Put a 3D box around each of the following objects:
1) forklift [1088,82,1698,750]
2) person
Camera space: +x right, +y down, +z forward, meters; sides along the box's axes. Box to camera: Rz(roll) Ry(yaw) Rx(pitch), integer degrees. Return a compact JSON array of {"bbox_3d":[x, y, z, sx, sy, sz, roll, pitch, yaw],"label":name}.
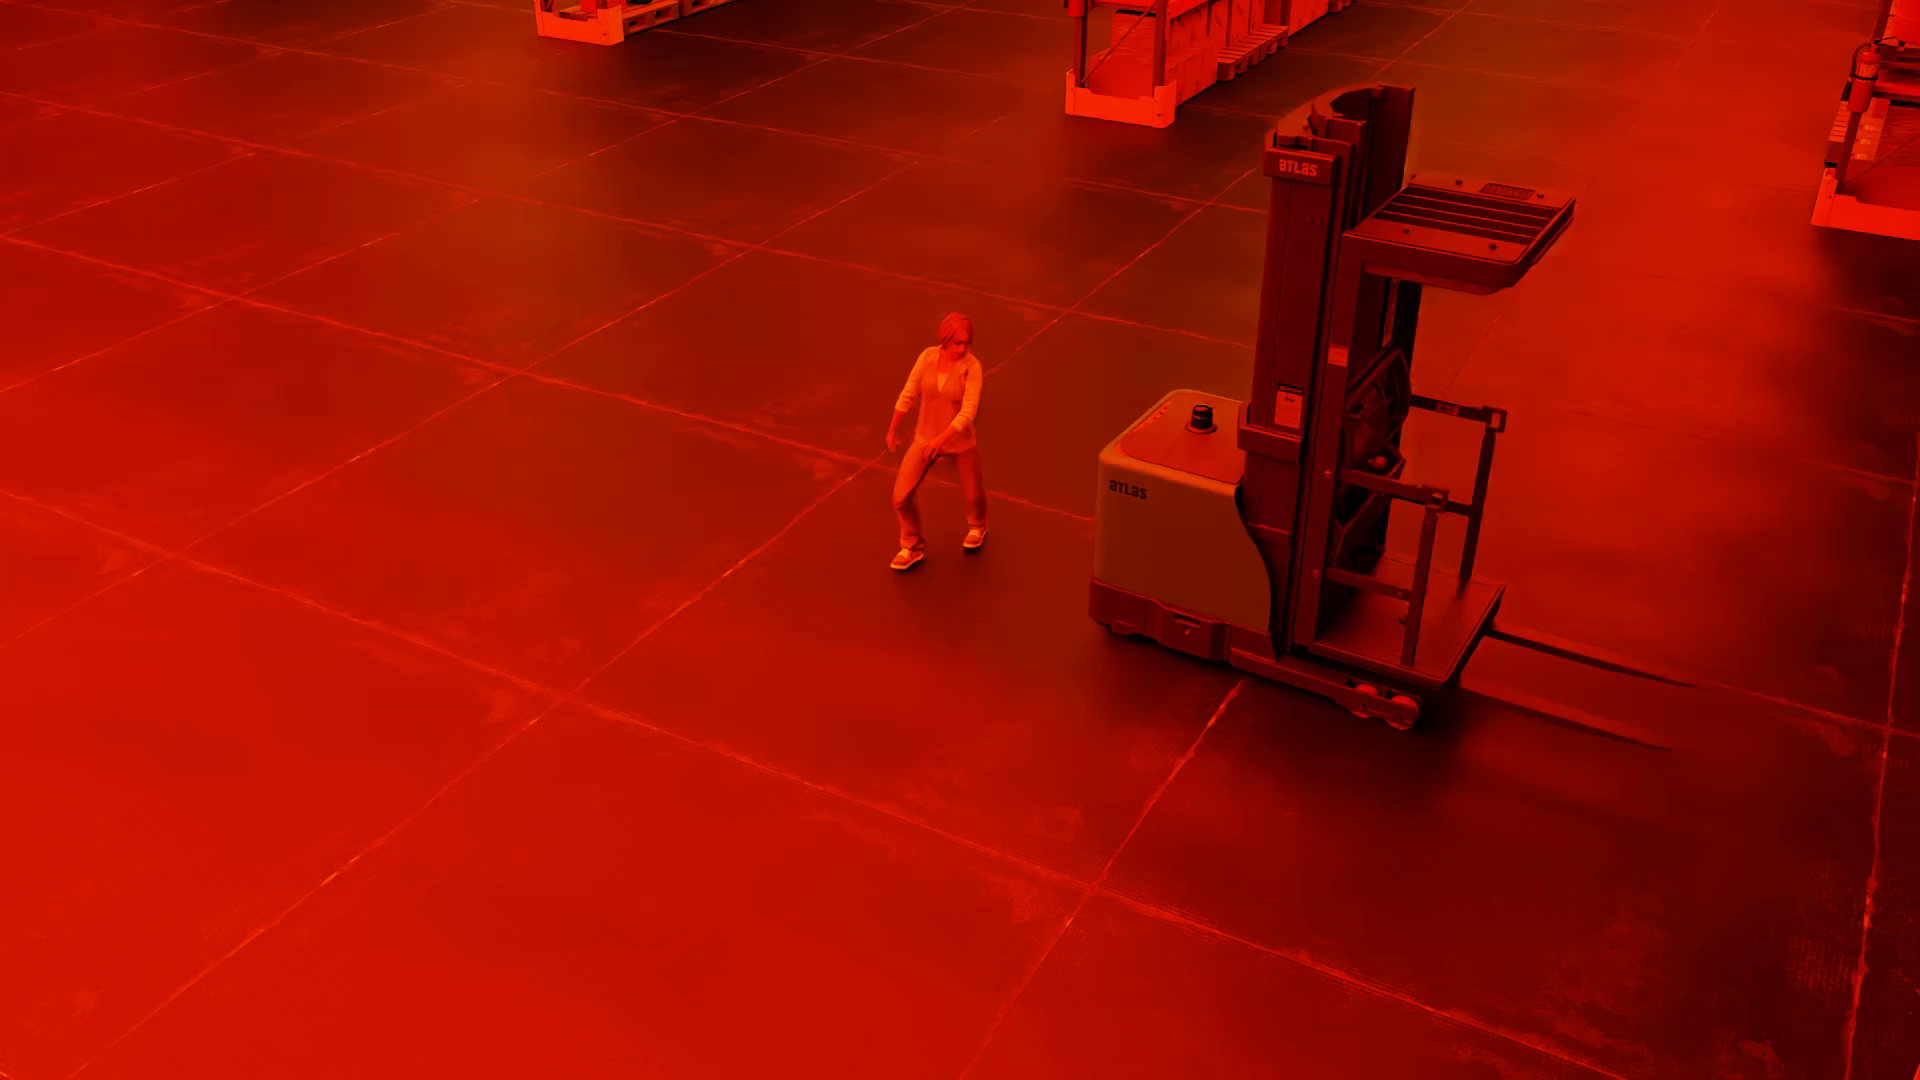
[{"bbox_3d":[2.236,-0.622,8.148,3.031,2.935,1.130,17,34,27],"label":"forklift"},{"bbox_3d":[-0.151,-0.551,9.442,0.575,1.516,0.757,5,30,9],"label":"person"}]
